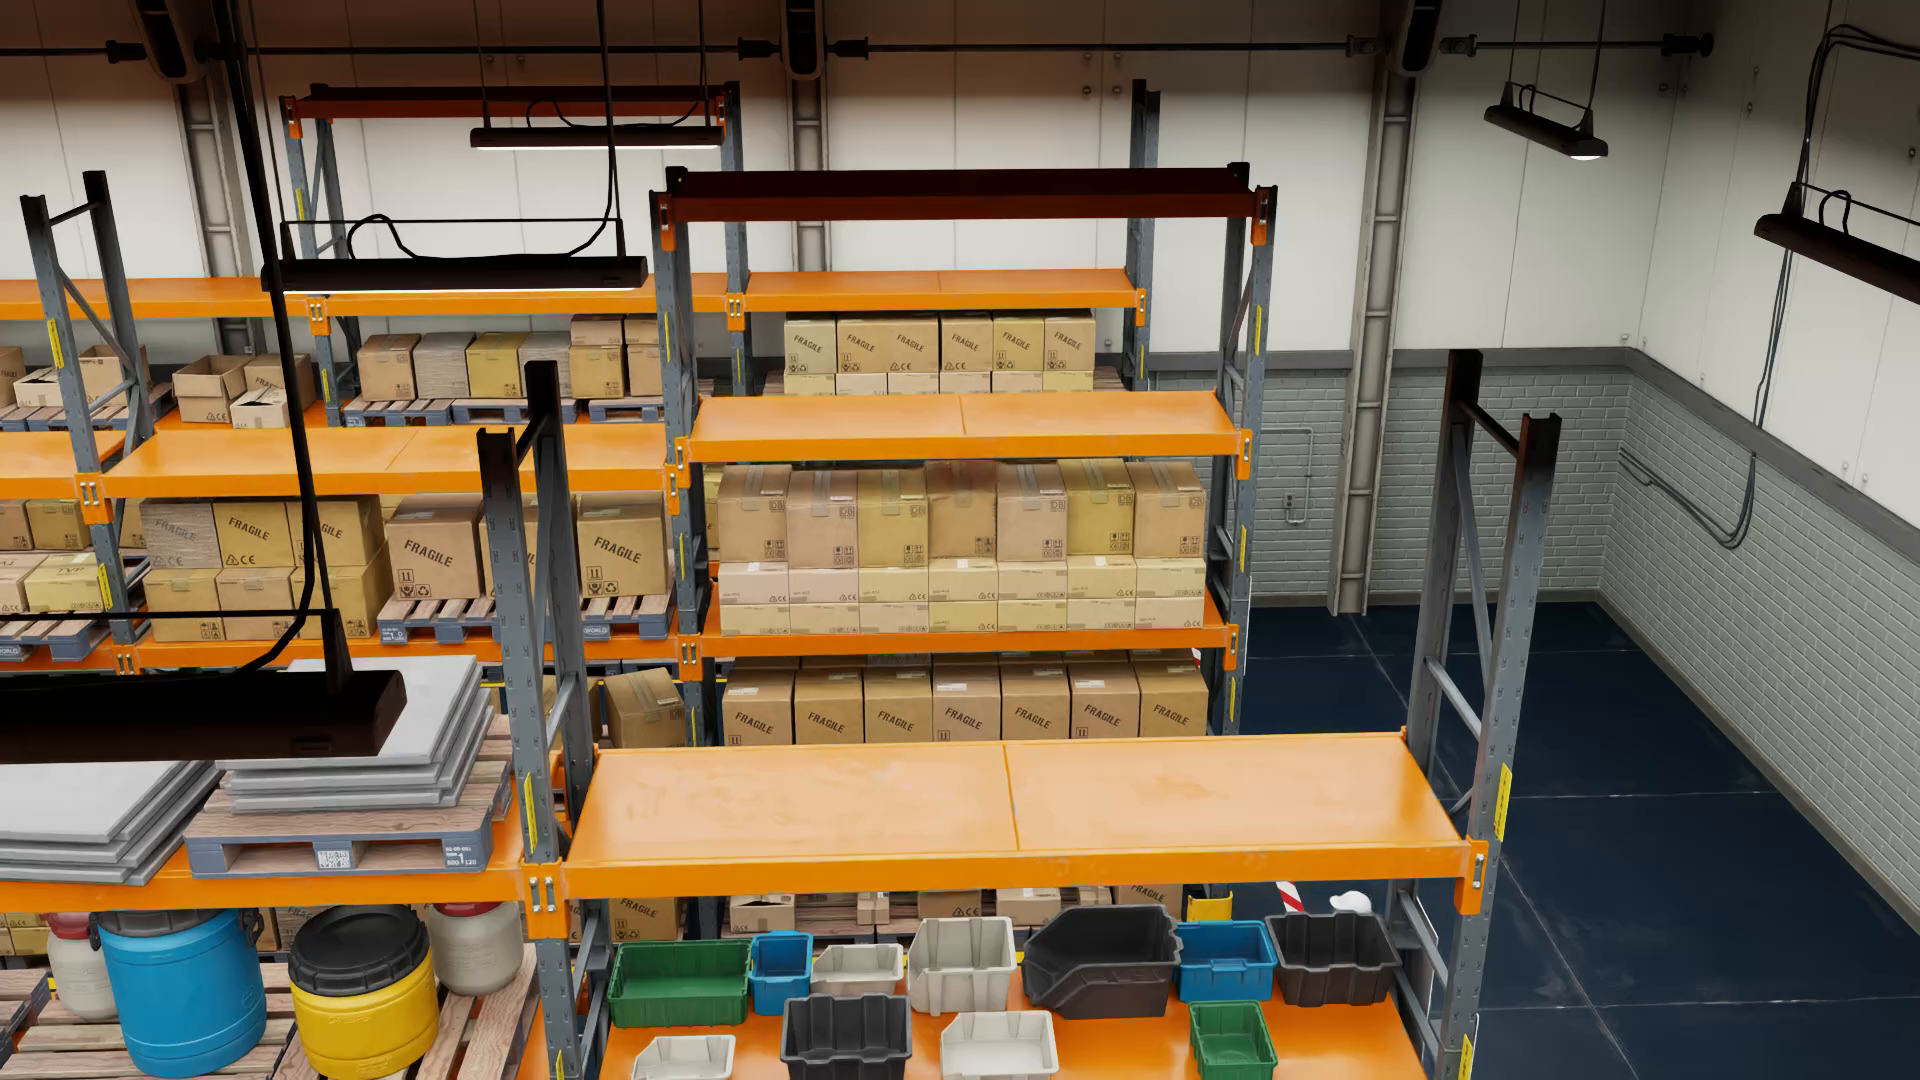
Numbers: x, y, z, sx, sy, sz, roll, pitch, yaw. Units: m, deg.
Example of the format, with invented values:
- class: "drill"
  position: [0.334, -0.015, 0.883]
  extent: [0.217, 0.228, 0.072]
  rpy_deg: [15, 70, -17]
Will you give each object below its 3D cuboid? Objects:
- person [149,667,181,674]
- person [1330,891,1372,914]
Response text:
- class: "person"
  position: [-6.918, 1.779, 14.520]
  extent: [0.761, 1.653, 0.516]
  rpy_deg: [-7, 23, -17]
- class: "person"
  position: [2.460, 3.093, 11.168]
  extent: [1.039, 1.717, 0.608]
  rpy_deg: [0, 22, -1]
